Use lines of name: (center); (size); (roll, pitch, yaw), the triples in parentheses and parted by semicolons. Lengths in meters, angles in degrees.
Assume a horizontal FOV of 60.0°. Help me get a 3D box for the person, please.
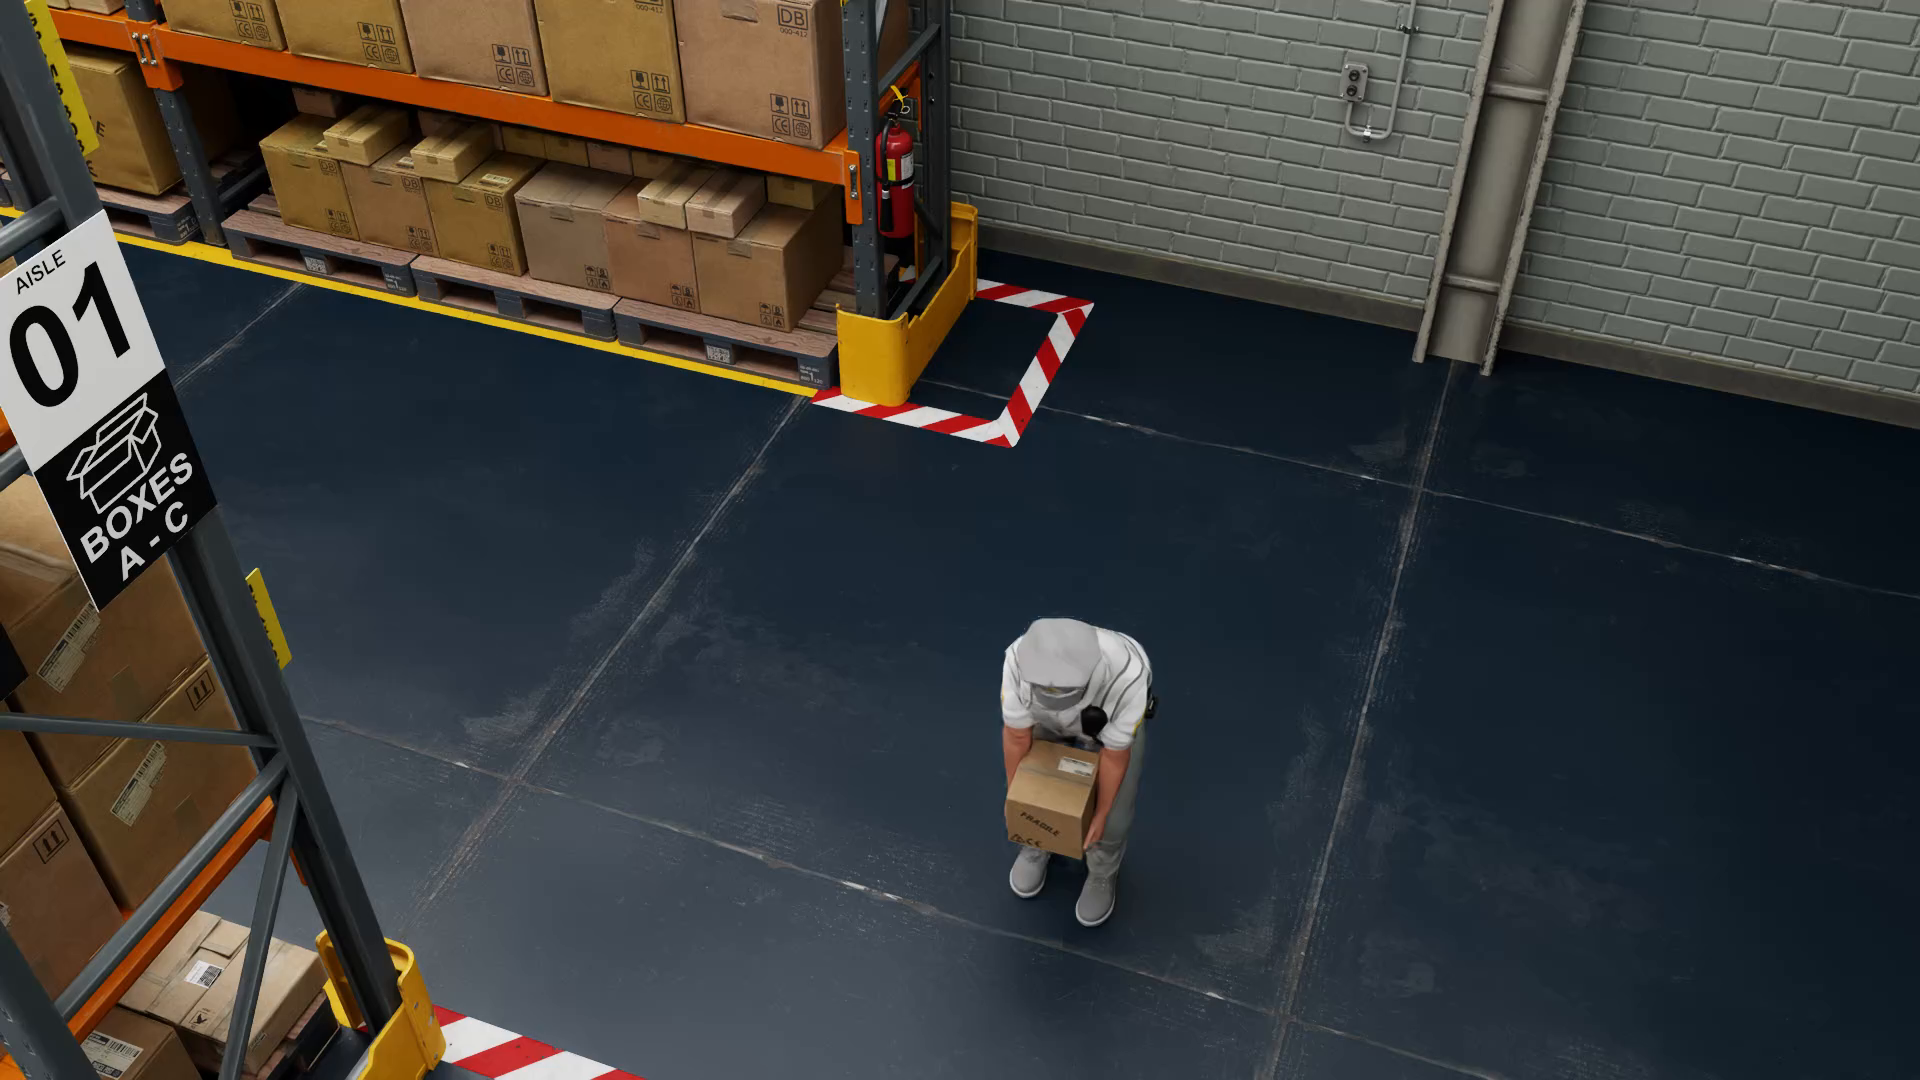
person: (0.367, 0.719, 5.466); (0.477, 1.585, 0.791); (13, 43, 14)
